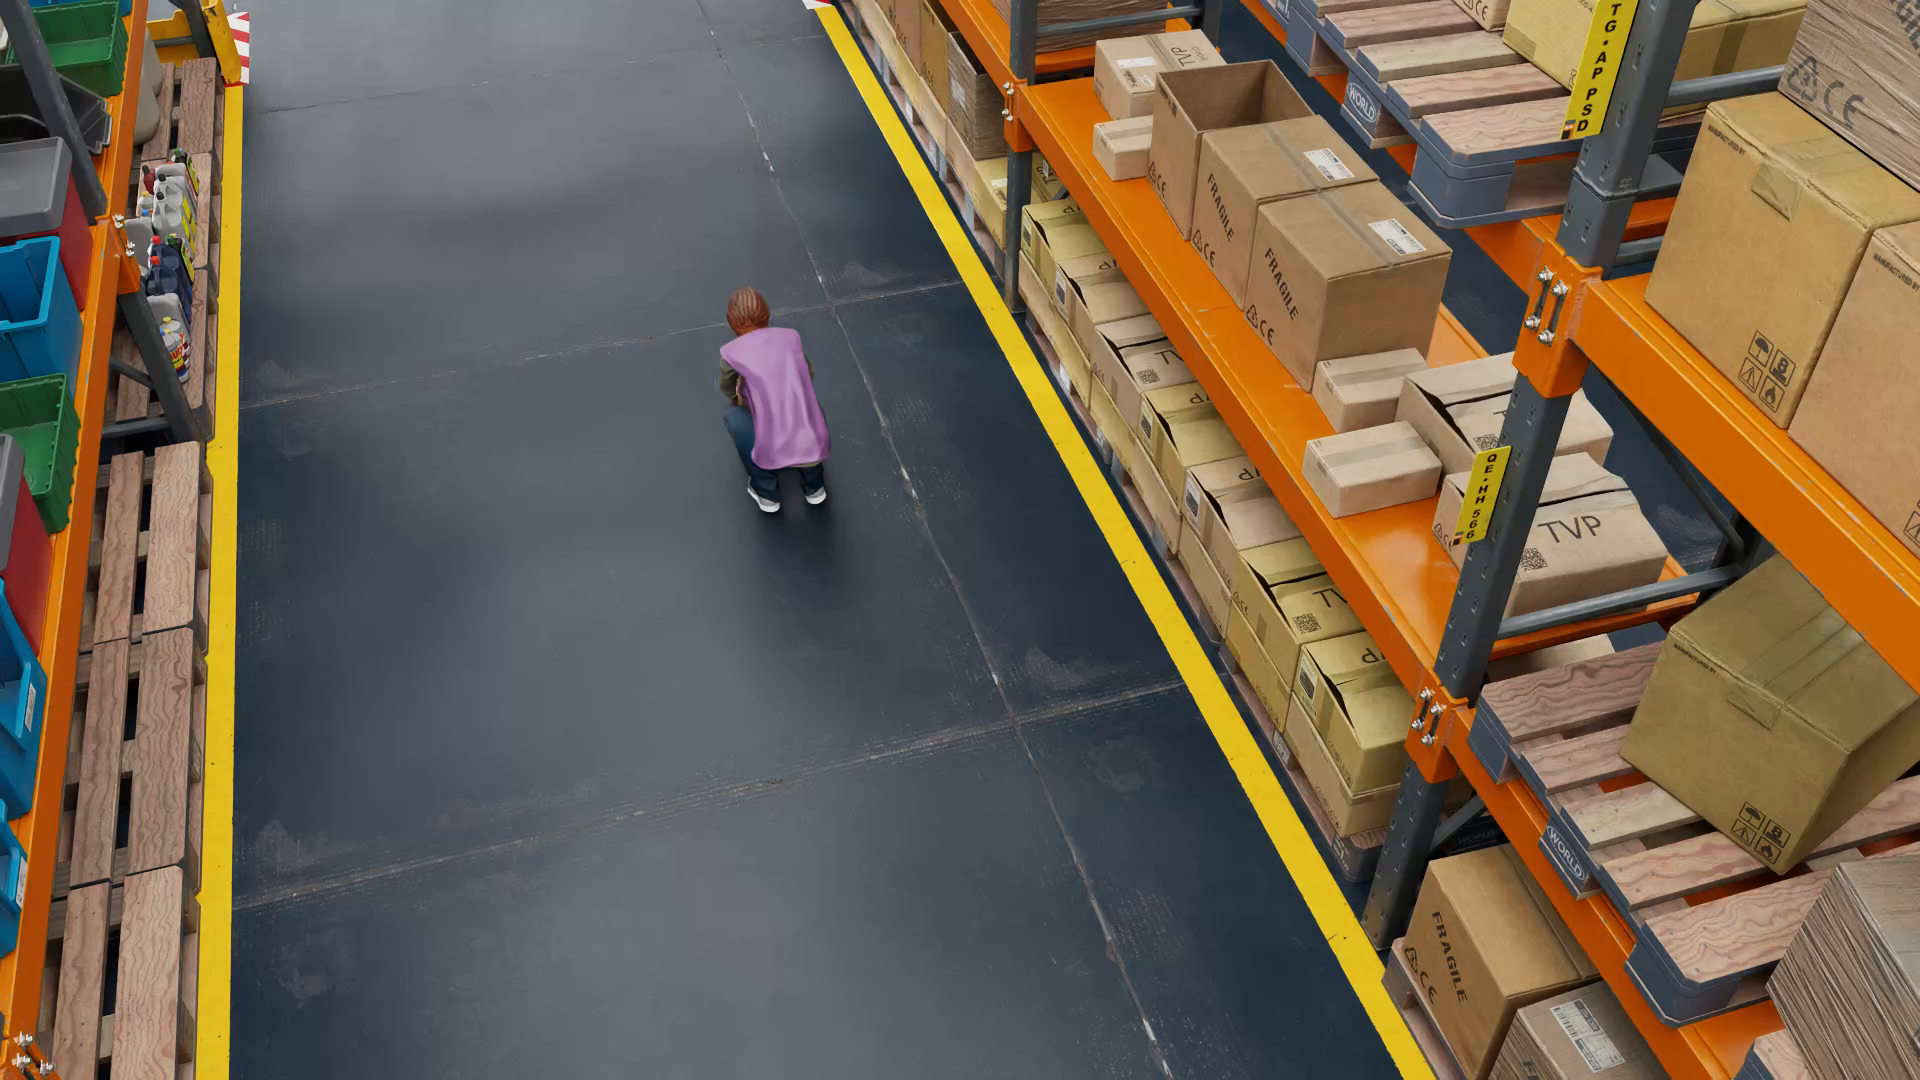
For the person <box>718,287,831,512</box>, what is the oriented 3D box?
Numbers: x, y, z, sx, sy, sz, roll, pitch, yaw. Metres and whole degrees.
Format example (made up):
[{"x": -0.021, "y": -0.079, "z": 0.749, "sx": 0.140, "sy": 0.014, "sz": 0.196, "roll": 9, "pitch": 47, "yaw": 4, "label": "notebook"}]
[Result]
[{"x": -0.822, "y": -0.618, "z": 7.370, "sx": 0.449, "sy": 0.877, "sz": 0.811, "roll": -12, "pitch": 44, "yaw": -13, "label": "person"}]
